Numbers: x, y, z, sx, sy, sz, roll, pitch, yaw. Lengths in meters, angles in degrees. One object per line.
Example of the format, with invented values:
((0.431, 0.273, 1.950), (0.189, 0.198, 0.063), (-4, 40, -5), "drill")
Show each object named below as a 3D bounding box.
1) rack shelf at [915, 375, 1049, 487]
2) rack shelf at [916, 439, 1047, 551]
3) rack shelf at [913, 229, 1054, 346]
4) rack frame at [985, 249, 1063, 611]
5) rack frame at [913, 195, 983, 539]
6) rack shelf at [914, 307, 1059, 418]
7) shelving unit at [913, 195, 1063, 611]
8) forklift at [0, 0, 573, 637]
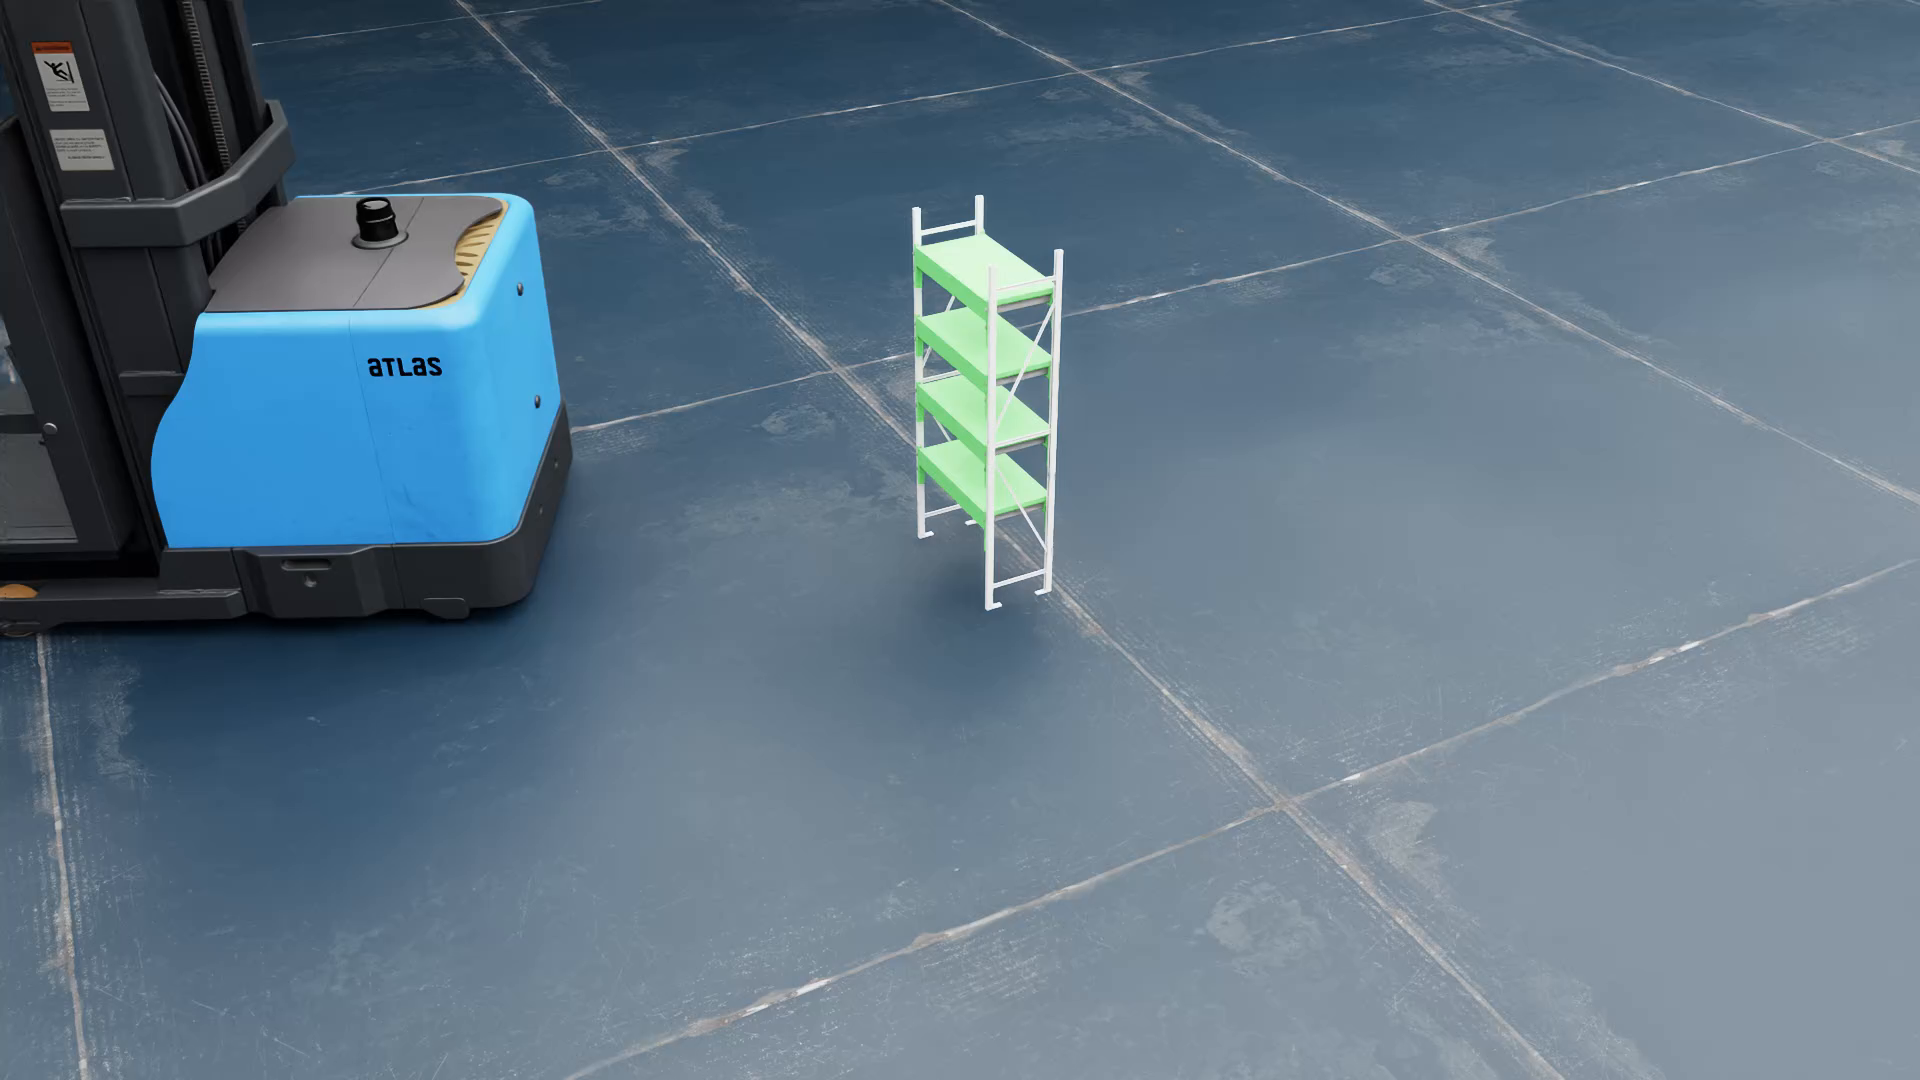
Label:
((0.077, -0.372, 5.337), (0.258, 0.148, 0.480), (-16, 36, -23), "rack shelf")
((0.077, -0.170, 5.467), (0.258, 0.148, 0.480), (-16, 36, -23), "rack shelf")
((0.077, -0.777, 5.079), (0.258, 0.148, 0.480), (-16, 36, -23), "rack shelf")
((0.191, -0.310, 5.121), (0.240, 1.200, 0.015), (-16, 36, -23), "rack frame")
((-0.037, -0.543, 5.485), (0.240, 1.200, 0.015), (-16, 36, -23), "rack frame")
((0.077, -0.574, 5.208), (0.258, 0.148, 0.480), (-16, 36, -23), "rack shelf")
((0.077, -0.426, 5.303), (0.258, 1.200, 0.503), (-16, 36, -23), "shelving unit")
((-2.914, -1.214, 4.928), (3.031, 2.935, 1.130), (-1, 33, -2), "forklift")
